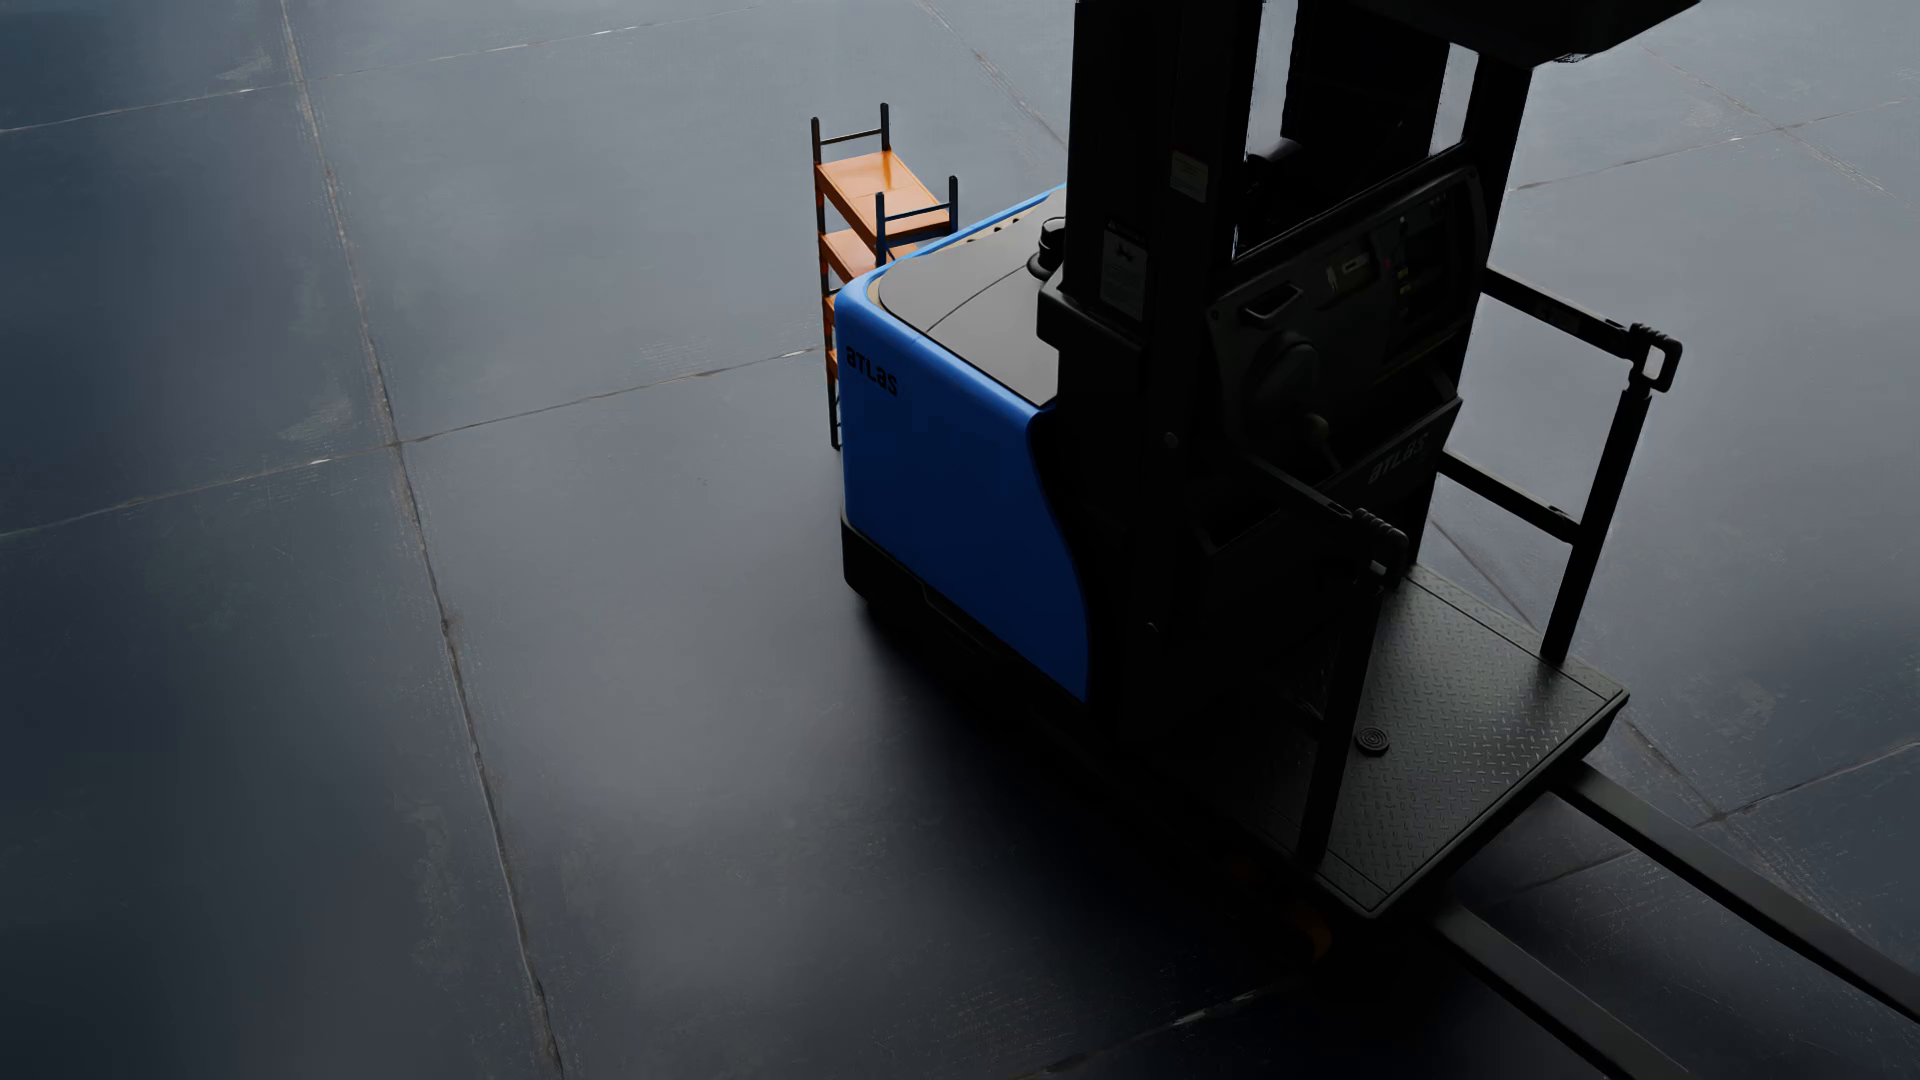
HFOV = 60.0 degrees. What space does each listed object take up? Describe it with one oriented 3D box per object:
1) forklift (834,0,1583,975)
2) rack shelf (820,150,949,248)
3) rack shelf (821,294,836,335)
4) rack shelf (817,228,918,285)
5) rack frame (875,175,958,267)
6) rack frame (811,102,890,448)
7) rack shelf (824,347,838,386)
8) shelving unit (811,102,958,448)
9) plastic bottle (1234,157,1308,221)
[{"bbox_3d":[0.641,-0.696,3.860,1.129,2.867,1.939,-30,49,-30],"label":"forklift"},{"bbox_3d":[-0.220,-0.986,4.813,0.221,0.050,0.457,-17,43,-19],"label":"rack shelf"},{"bbox_3d":[-5.265,-9.425,14.365,1.830,1.490,27.848,-17,43,-19],"label":"rack shelf"},{"bbox_3d":[-0.220,-0.777,4.993,0.258,0.148,0.480,-17,43,-19],"label":"rack shelf"},{"bbox_3d":[-0.118,-0.514,4.927,0.240,1.200,0.015,-17,43,-19],"label":"rack frame"},{"bbox_3d":[-0.323,-0.803,5.263,0.240,1.200,0.015,-17,43,-19],"label":"rack frame"},{"bbox_3d":[-0.220,-0.457,5.269,0.258,0.148,0.480,-17,43,-19],"label":"rack shelf"},{"bbox_3d":[-5.263,-9.248,14.510,1.830,1.949,27.859,-17,43,-19],"label":"shelving unit"},{"bbox_3d":[-4.879,-12.763,18.430,4.312,1.202,39.615,-15,43,-17],"label":"plastic bottle"}]
